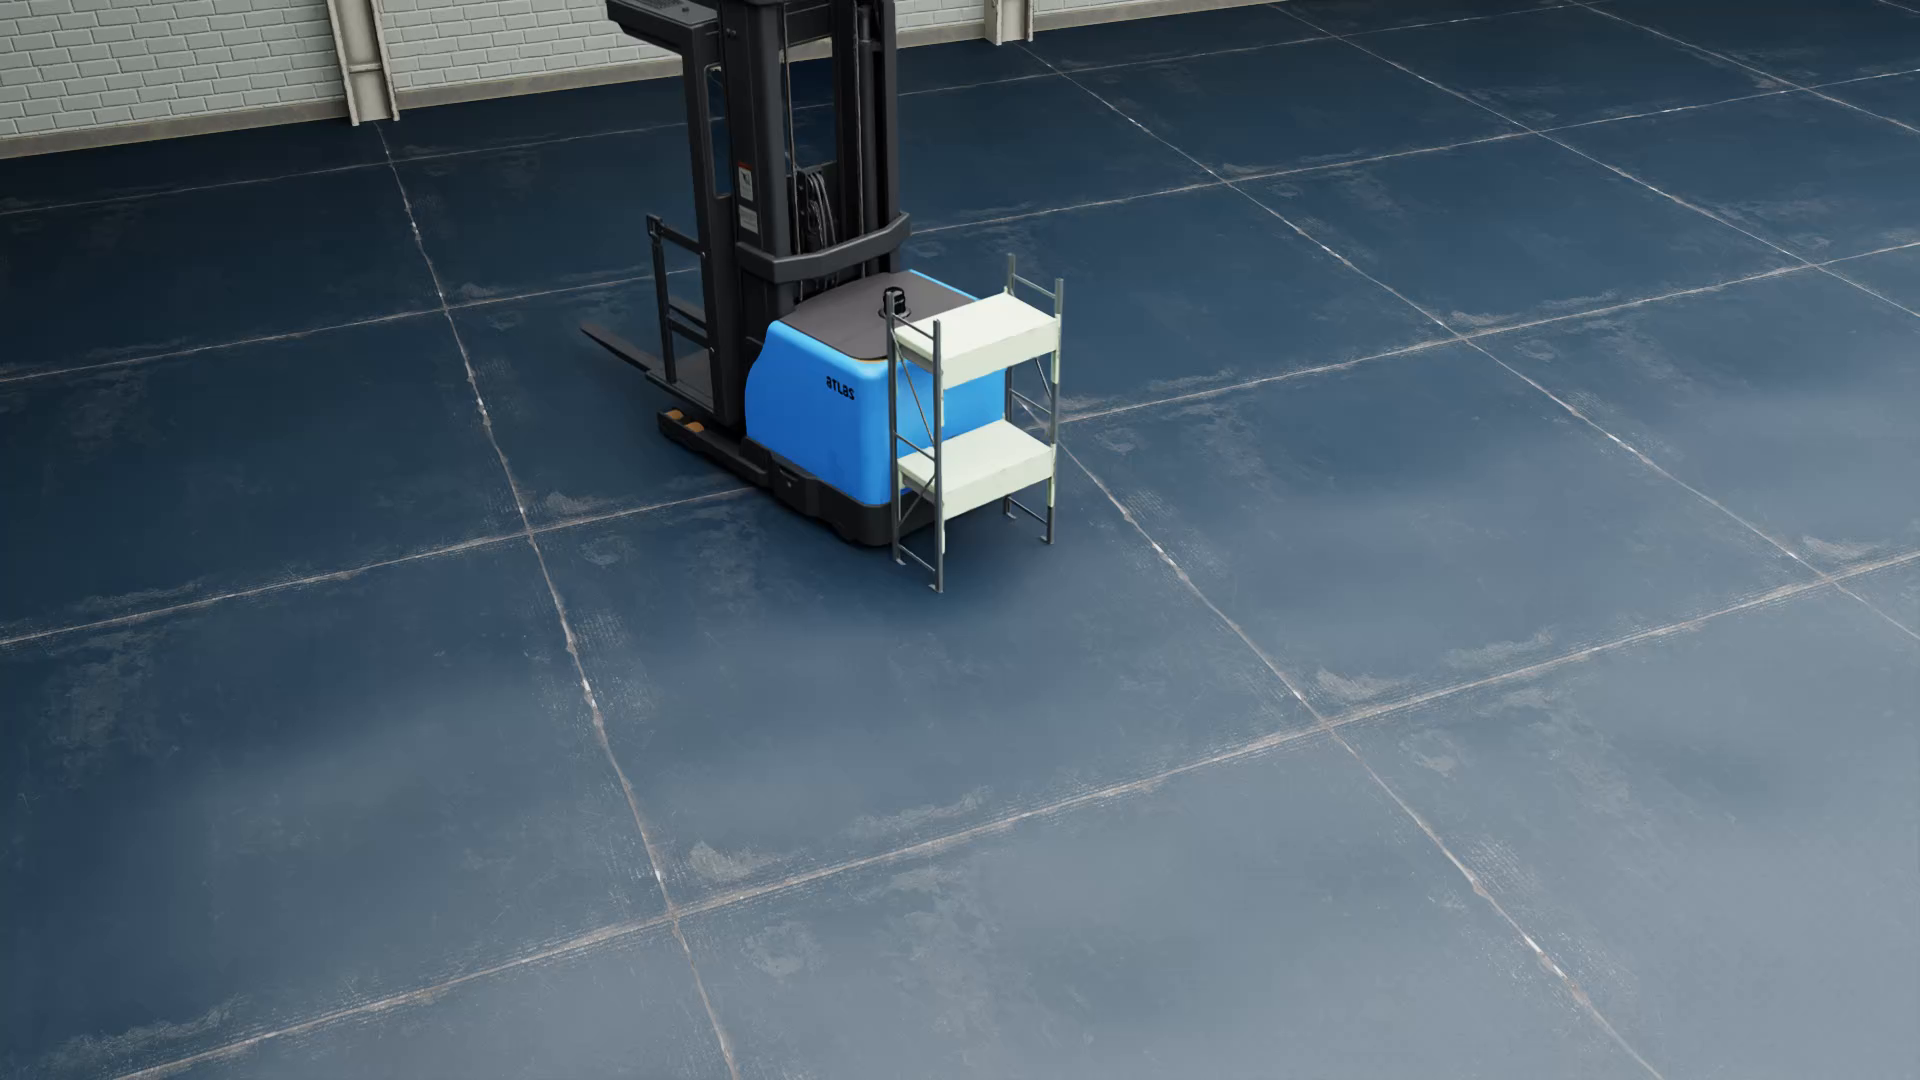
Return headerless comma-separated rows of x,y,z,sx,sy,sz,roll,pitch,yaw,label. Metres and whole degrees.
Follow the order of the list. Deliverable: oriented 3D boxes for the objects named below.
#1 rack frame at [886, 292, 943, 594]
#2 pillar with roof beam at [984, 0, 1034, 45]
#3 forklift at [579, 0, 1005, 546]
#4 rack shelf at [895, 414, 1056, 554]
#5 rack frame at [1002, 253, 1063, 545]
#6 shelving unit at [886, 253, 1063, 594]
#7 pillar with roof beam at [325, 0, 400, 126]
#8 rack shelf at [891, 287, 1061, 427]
-0.217,-0.446,8.060,0.023,1.500,0.400,-23,39,-31,rack frame
2.141,-6.523,10.523,0.400,9.000,9.100,-13,35,-19,pillar with roof beam
-1.102,-1.909,8.996,1.130,2.935,3.031,-27,42,-35,forklift
0.072,-0.295,8.426,0.720,0.370,0.431,-23,39,-31,rack shelf
0.361,-0.691,8.436,0.023,1.500,0.400,-23,39,-31,rack frame
0.072,-0.568,8.248,0.755,1.500,0.431,-23,39,-31,shelving unit
-3.391,-5.256,8.577,0.400,9.000,9.100,-13,35,-19,pillar with roof beam
0.072,-0.895,8.035,0.720,0.370,0.431,-23,39,-31,rack shelf
